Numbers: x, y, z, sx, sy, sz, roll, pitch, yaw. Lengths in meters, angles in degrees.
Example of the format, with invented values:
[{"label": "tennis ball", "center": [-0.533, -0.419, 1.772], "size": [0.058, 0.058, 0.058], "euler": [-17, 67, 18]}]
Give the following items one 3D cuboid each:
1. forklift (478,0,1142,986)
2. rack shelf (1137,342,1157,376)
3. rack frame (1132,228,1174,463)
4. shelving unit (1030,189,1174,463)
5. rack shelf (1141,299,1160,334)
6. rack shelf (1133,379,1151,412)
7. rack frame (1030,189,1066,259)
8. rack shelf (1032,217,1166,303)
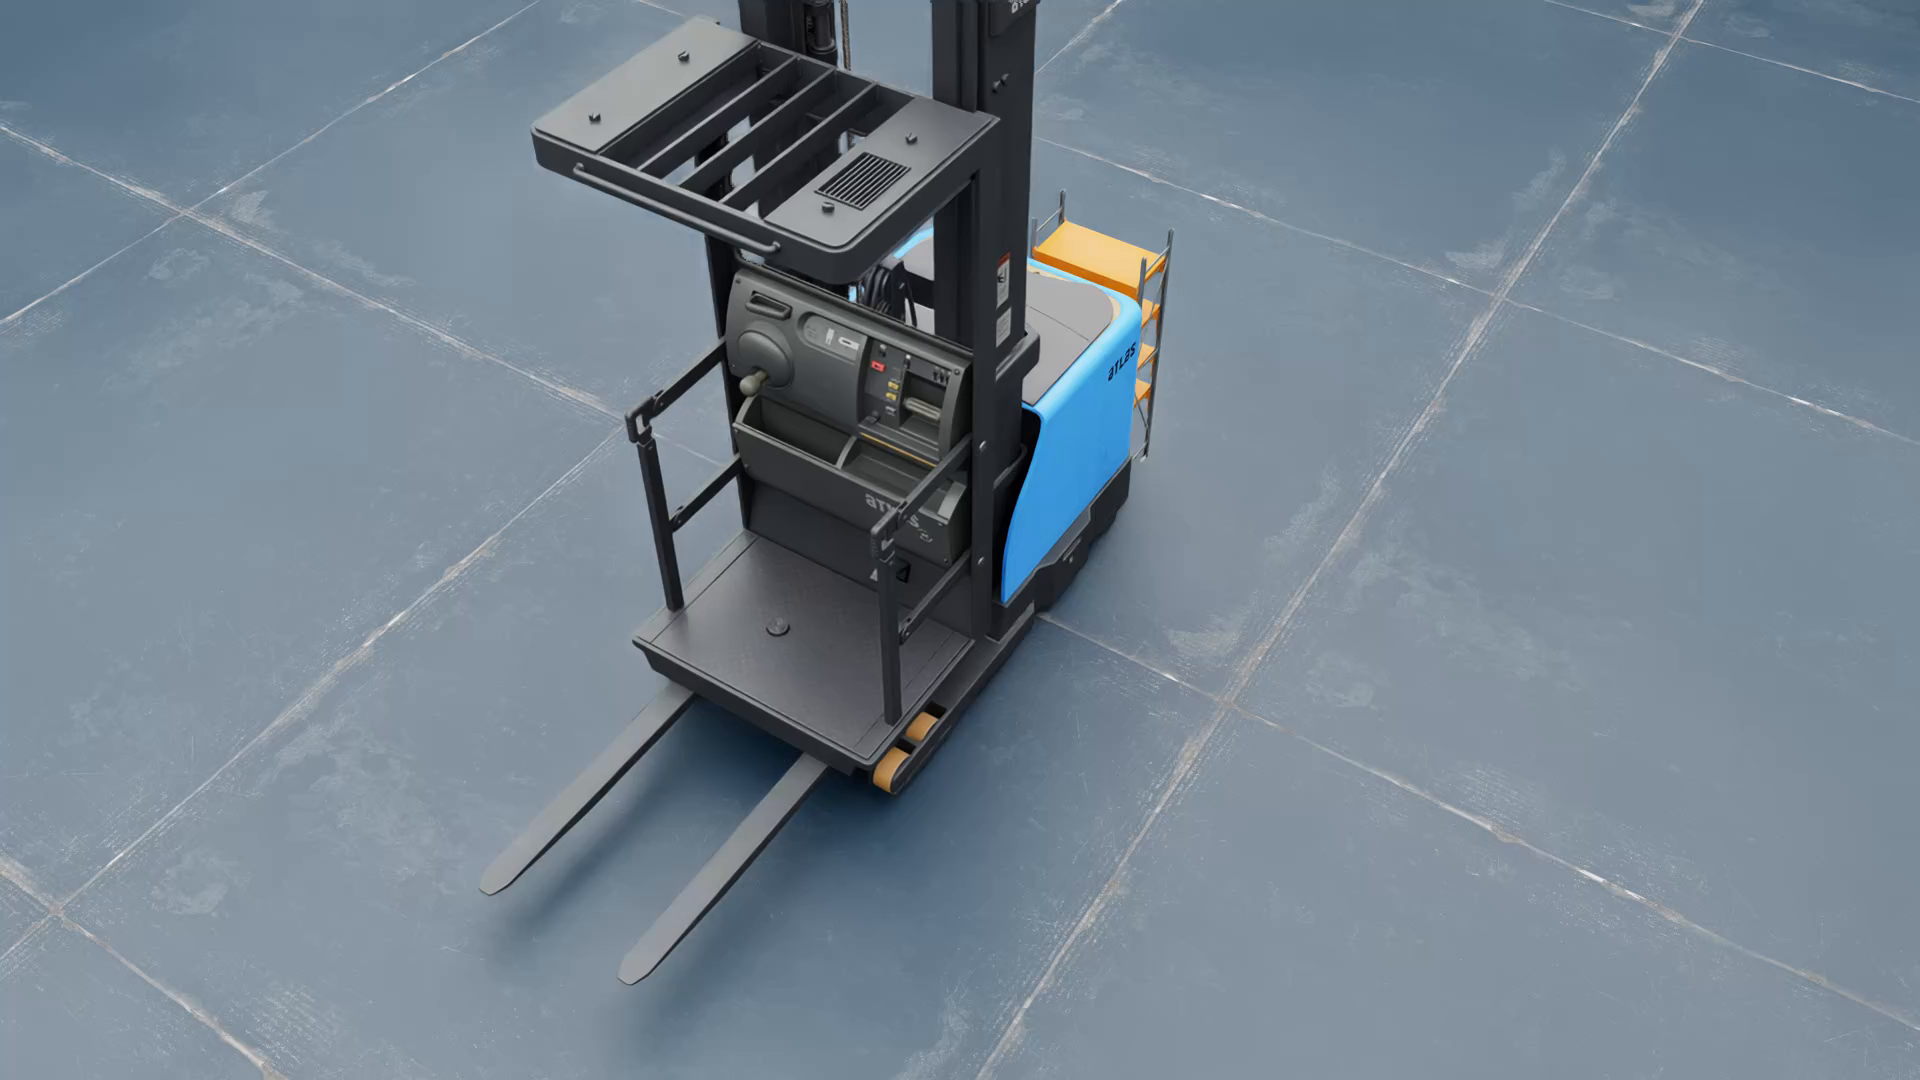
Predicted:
[{"label": "forklift", "center": [-0.506, -0.490, 5.404], "size": [1.130, 2.935, 3.031], "euler": [25, 51, 22]}, {"label": "rack shelf", "center": [0.555, -0.770, 6.976], "size": [0.480, 0.148, 0.258], "euler": [25, 50, 22]}, {"label": "rack frame", "center": [0.761, -0.722, 6.835], "size": [0.015, 1.200, 0.240], "euler": [25, 50, 22]}, {"label": "shelving unit", "center": [0.556, -0.817, 6.928], "size": [0.503, 1.200, 0.258], "euler": [25, 50, 22]}, {"label": "rack shelf", "center": [0.556, -0.927, 6.816], "size": [0.480, 0.148, 0.258], "euler": [25, 50, 22]}, {"label": "rack shelf", "center": [0.555, -0.631, 7.117], "size": [0.480, 0.148, 0.258], "euler": [25, 50, 22]}, {"label": "rack frame", "center": [0.351, -0.912, 7.020], "size": [0.015, 1.200, 0.240], "euler": [25, 50, 22]}, {"label": "rack shelf", "center": [0.557, -1.093, 6.648], "size": [0.480, 0.148, 0.258], "euler": [25, 50, 22]}]
